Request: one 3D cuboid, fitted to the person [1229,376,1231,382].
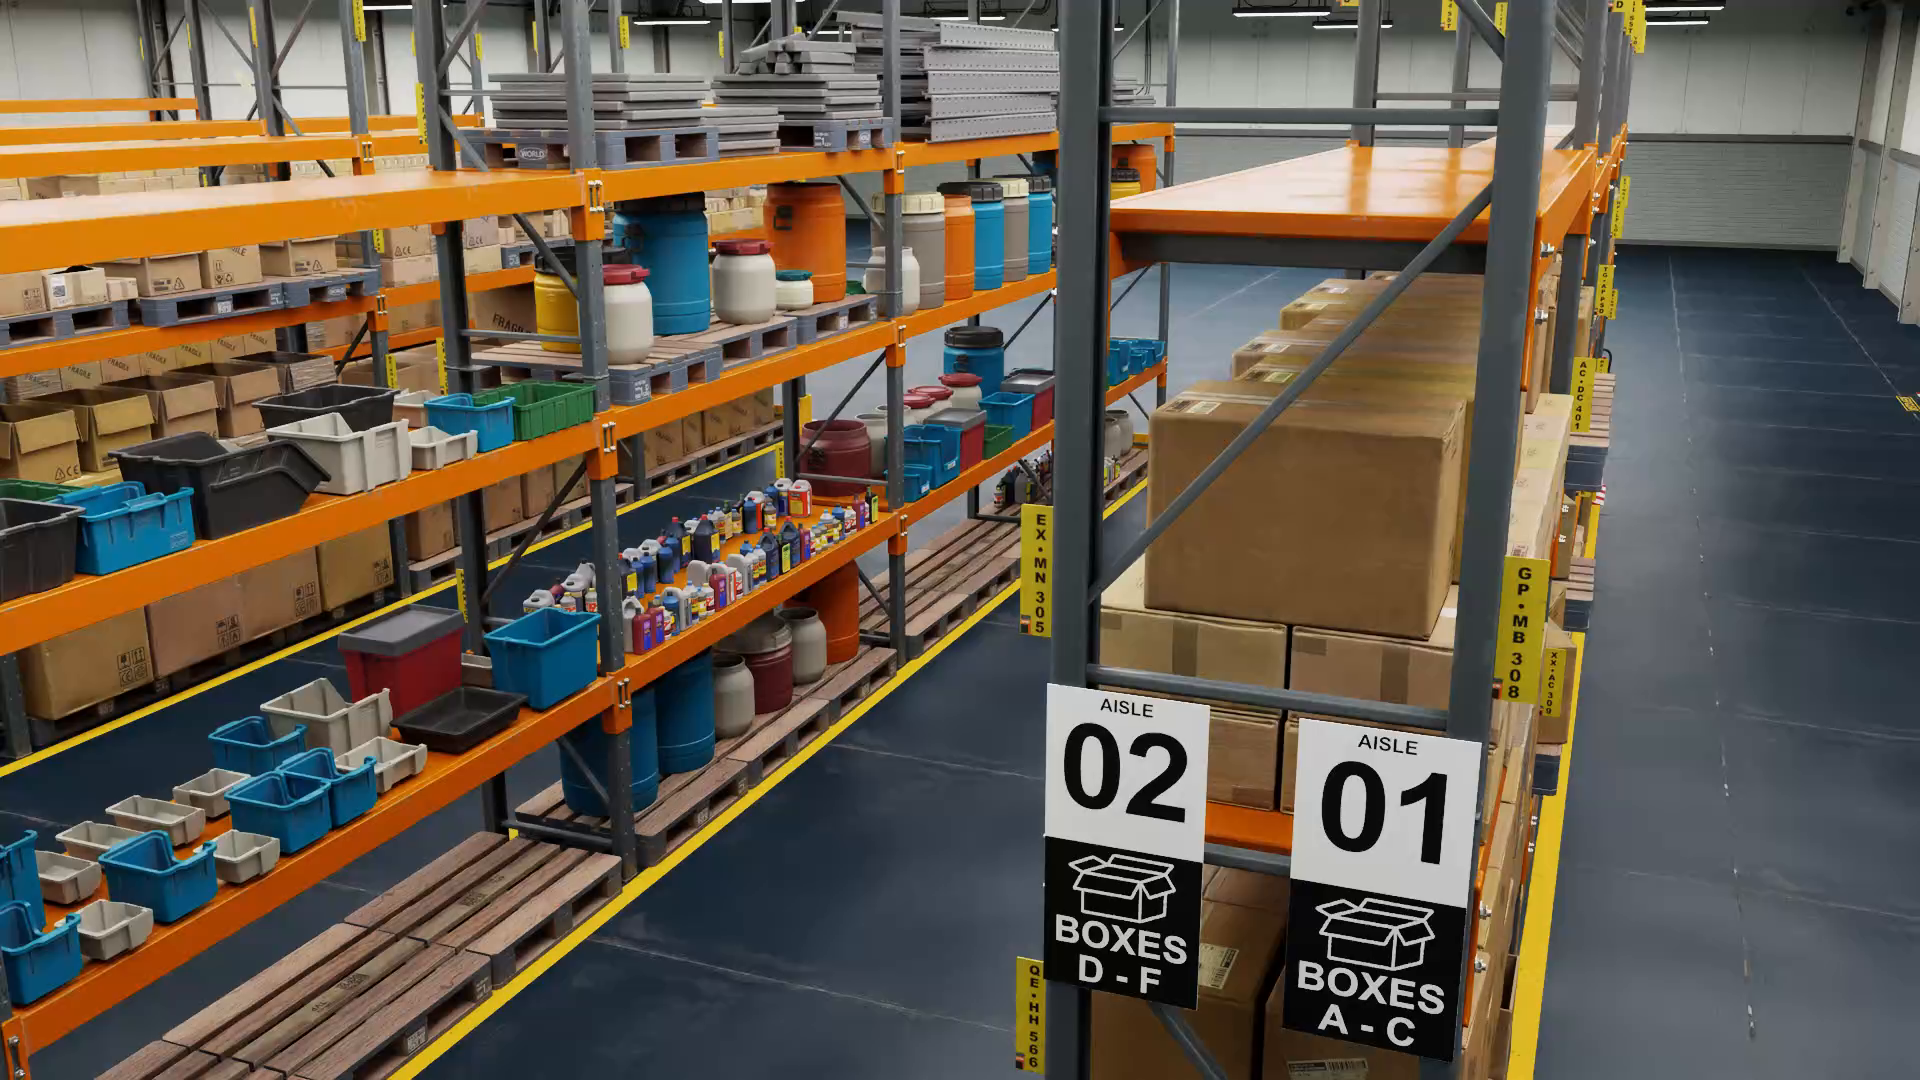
[{"bbox_3d":[3.277,-1.367,19.100,0.408,1.616,0.728,7,17,24],"label":"person"}]
